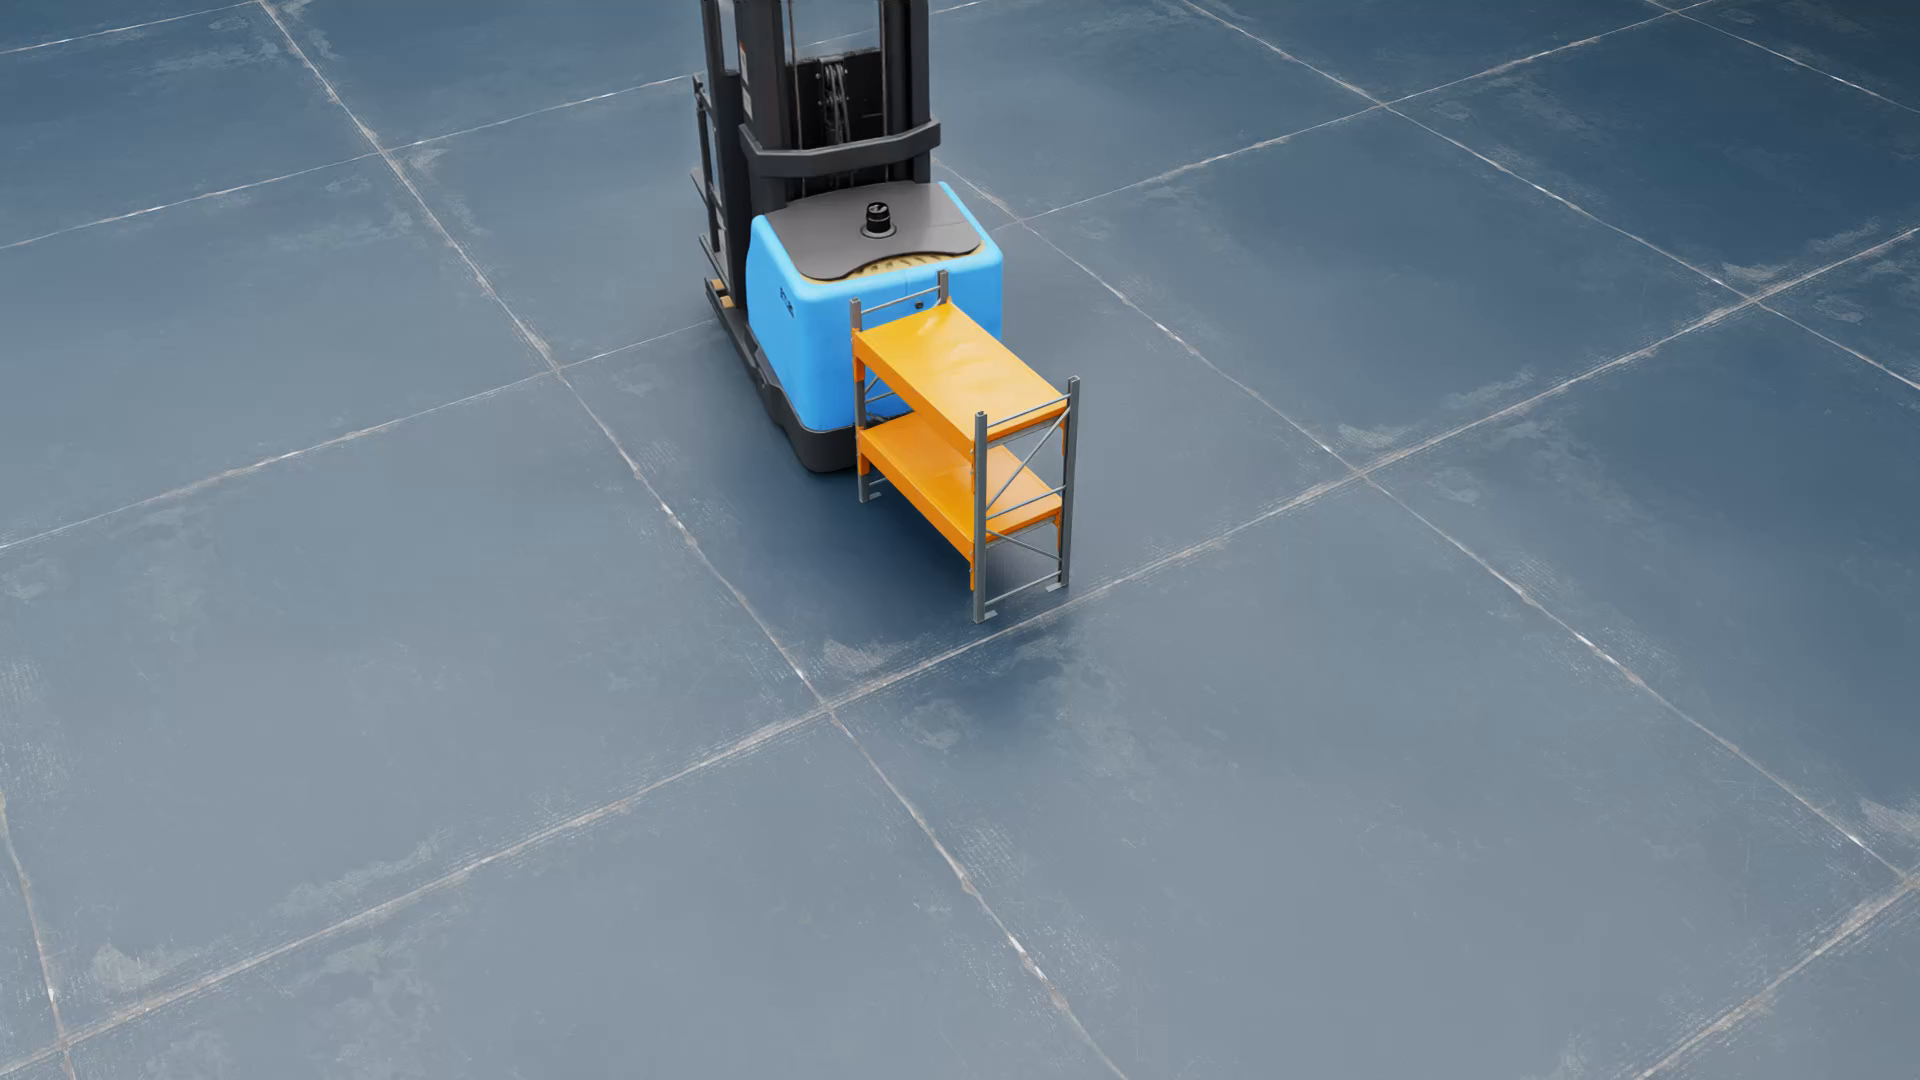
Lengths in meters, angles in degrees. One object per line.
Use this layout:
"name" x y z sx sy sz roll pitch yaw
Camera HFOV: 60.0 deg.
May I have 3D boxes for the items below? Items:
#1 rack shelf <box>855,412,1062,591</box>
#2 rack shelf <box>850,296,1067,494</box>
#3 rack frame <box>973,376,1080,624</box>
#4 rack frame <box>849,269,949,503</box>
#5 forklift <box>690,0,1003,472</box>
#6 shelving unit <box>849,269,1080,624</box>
"rack shelf" 0.004 -0.241 7.603 0.538 0.278 1.000 -22 45 -24
"rack shelf" 0.004 -0.653 7.259 0.538 0.278 1.000 -22 45 -24
"rack frame" 0.277 -0.154 7.117 0.500 1.125 0.032 -22 45 -24
"rack frame" -0.270 -0.703 7.775 0.500 1.125 0.032 -22 45 -24
"forklift" -0.787 -2.405 8.407 1.130 2.935 3.031 -14 42 -16
"shelving unit" 0.004 -0.428 7.446 0.538 1.125 1.048 -22 45 -24
